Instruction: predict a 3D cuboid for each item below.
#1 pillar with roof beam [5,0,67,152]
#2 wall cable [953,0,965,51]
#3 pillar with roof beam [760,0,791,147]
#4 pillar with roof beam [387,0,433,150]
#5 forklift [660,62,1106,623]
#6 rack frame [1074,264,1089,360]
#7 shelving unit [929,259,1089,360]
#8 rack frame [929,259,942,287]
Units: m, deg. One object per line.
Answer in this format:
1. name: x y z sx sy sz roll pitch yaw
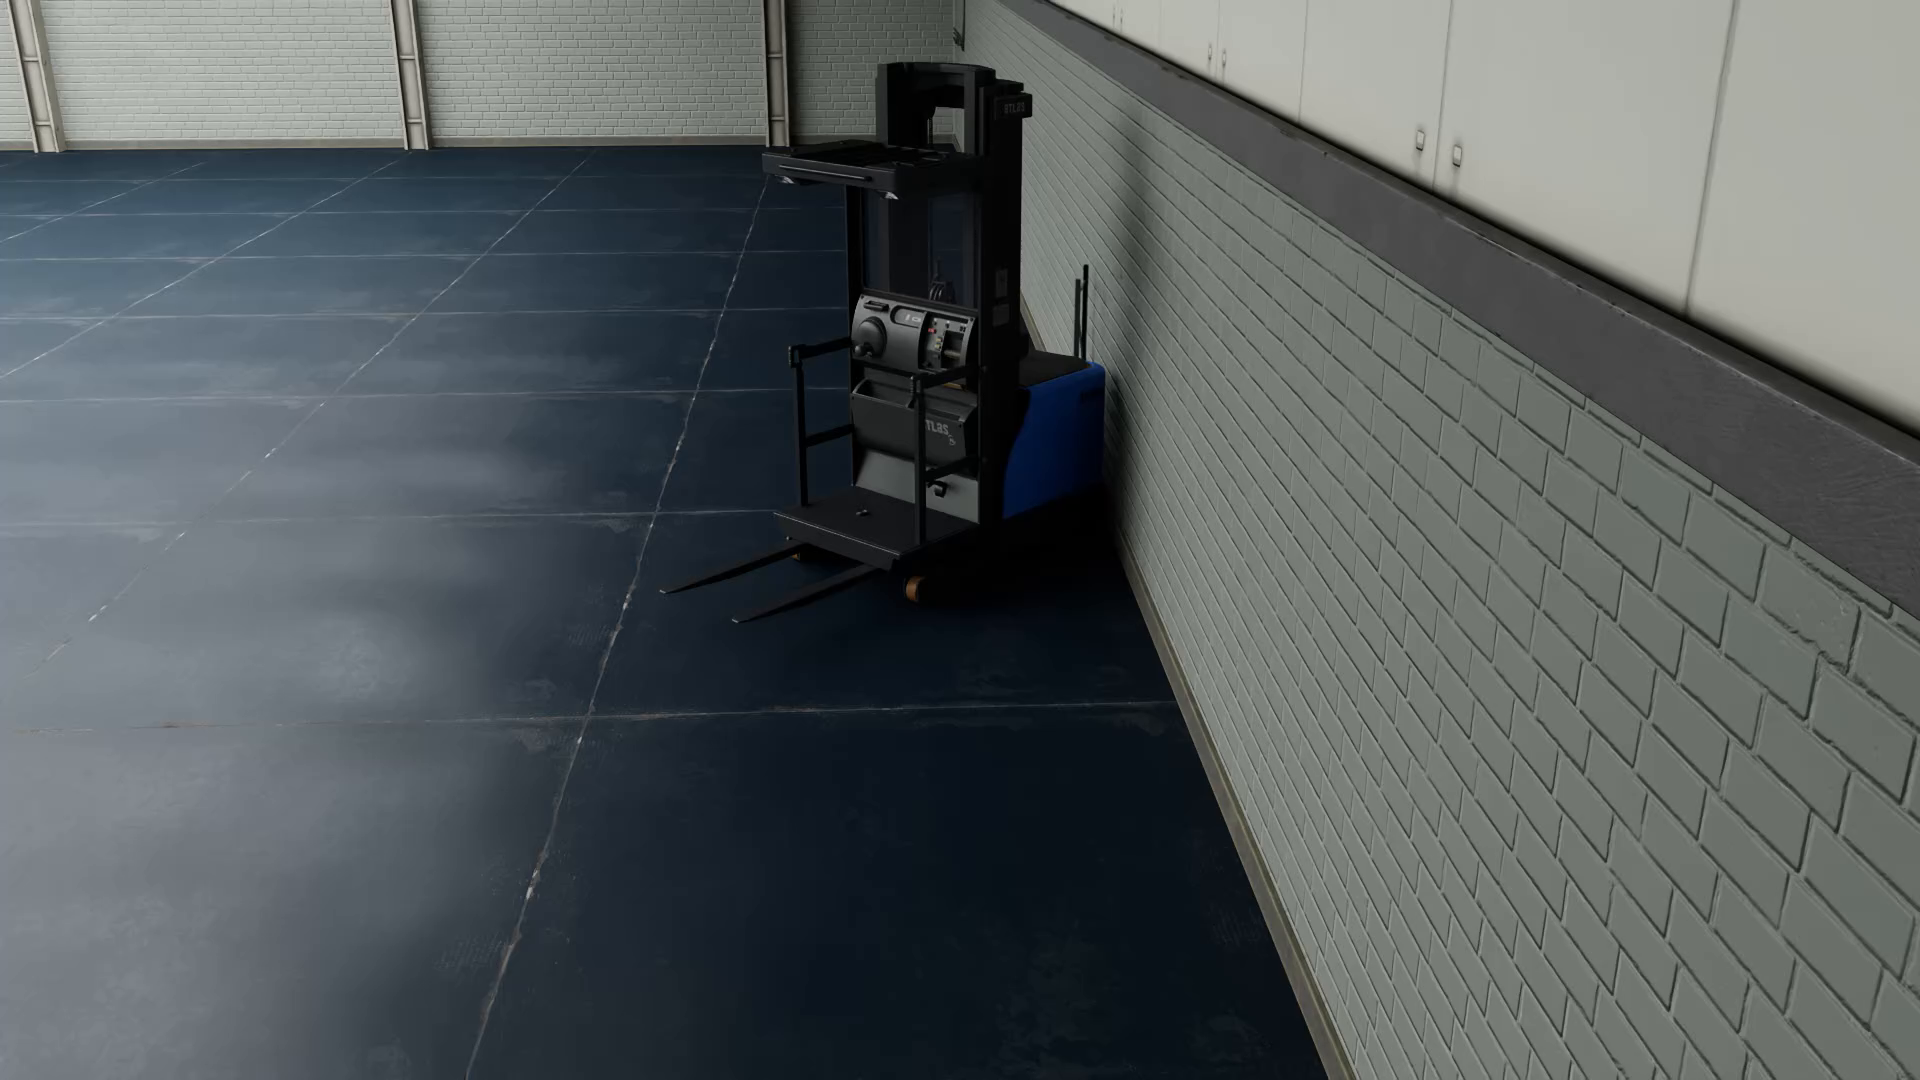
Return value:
1. pillar with roof beam: -14.813 -9.122 21.933 0.400 9.000 9.100 -1 21 -3
2. wall cable: -0.062 -9.034 26.066 0.112 2.526 3.097 -1 21 -3
3. pillar with roof beam: -2.832 -9.366 22.573 0.400 9.000 9.100 -1 21 -3
4. pillar with roof beam: -8.823 -9.244 22.253 0.400 9.000 9.100 -1 21 -3
5. forklift: -0.418 -1.203 9.662 1.130 2.935 3.031 18 27 38
6. rack frame: 0.816 -1.090 11.374 0.032 1.500 0.500 4 21 10
7. shelving unit: 0.316 -1.123 11.461 1.048 1.500 0.538 4 21 10
8. rack frame: -0.183 -1.157 11.549 0.032 1.500 0.500 4 21 10
